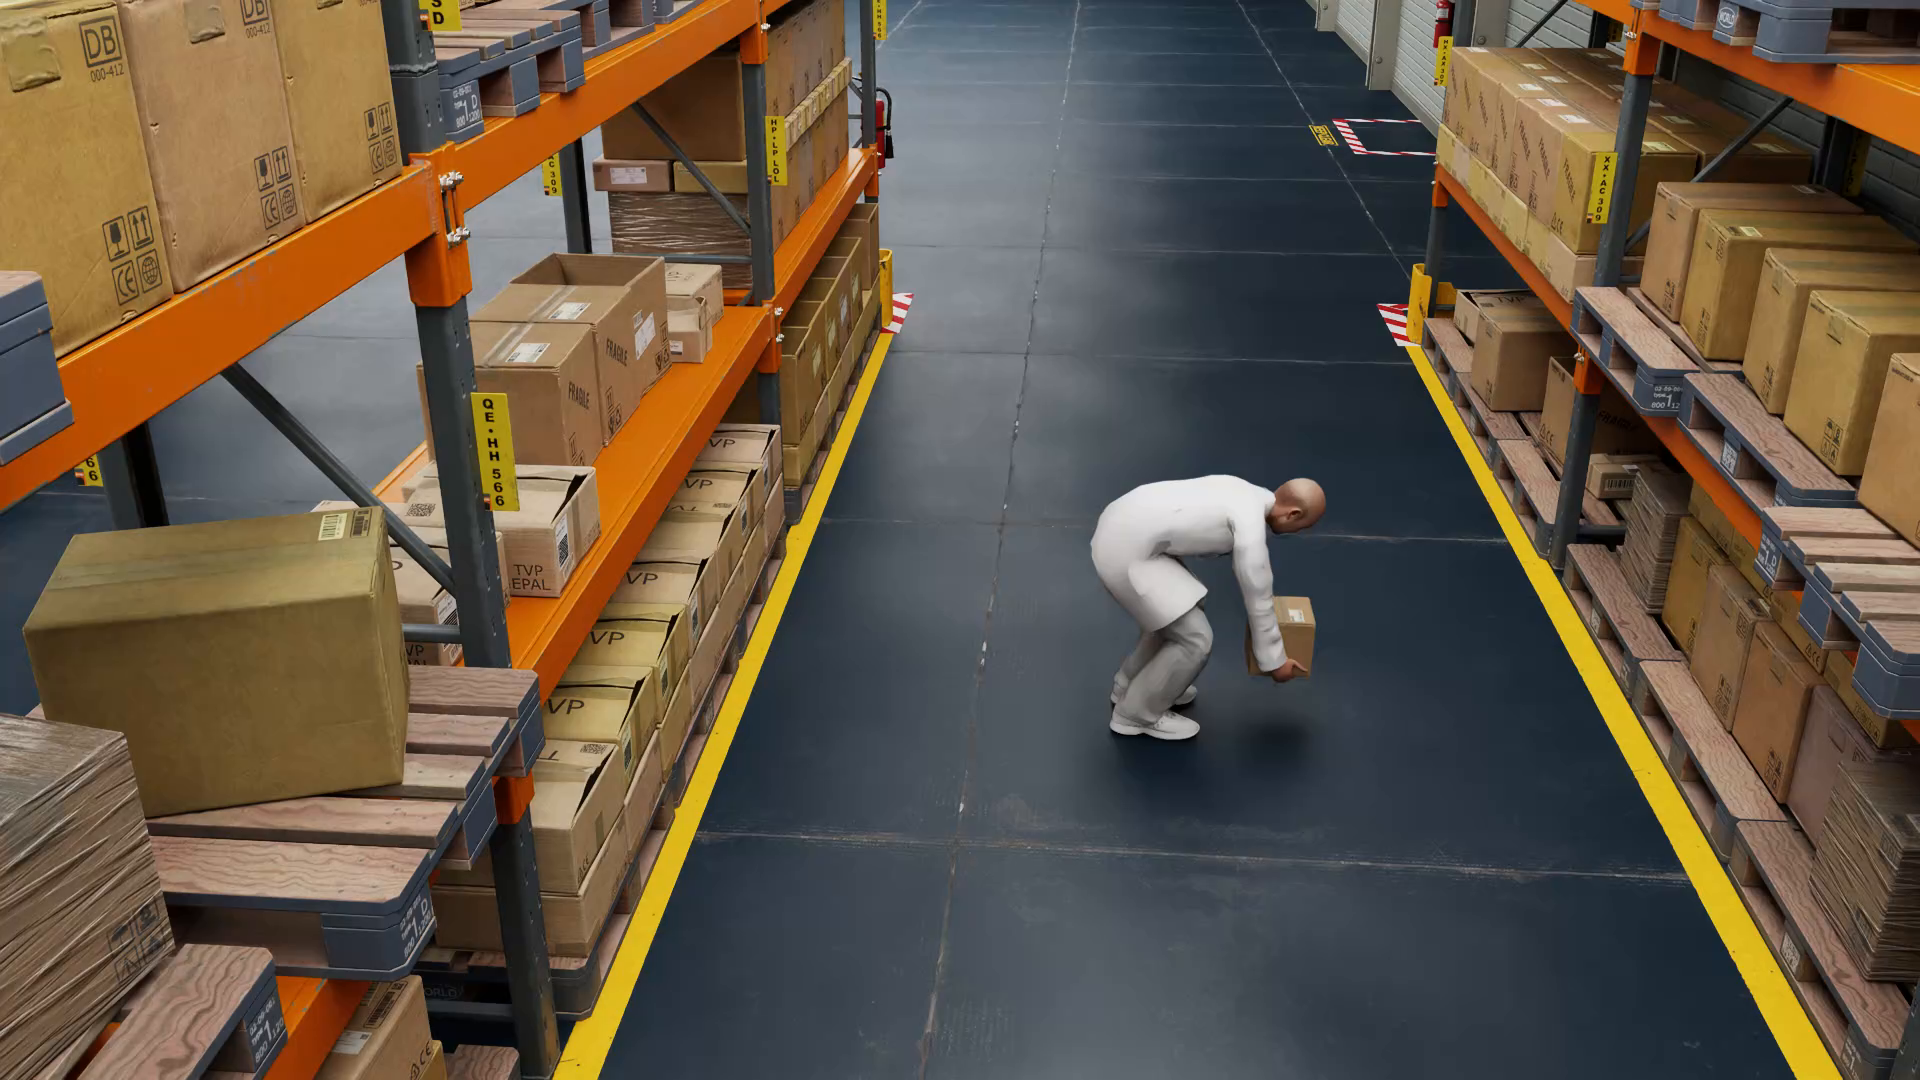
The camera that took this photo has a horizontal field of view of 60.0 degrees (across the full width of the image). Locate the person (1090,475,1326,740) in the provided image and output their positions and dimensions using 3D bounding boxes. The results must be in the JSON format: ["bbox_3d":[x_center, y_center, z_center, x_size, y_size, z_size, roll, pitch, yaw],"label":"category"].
[{"bbox_3d":[1.003,0.268,6.854,0.941,1.097,0.549,1,24,2],"label":"person"}]
